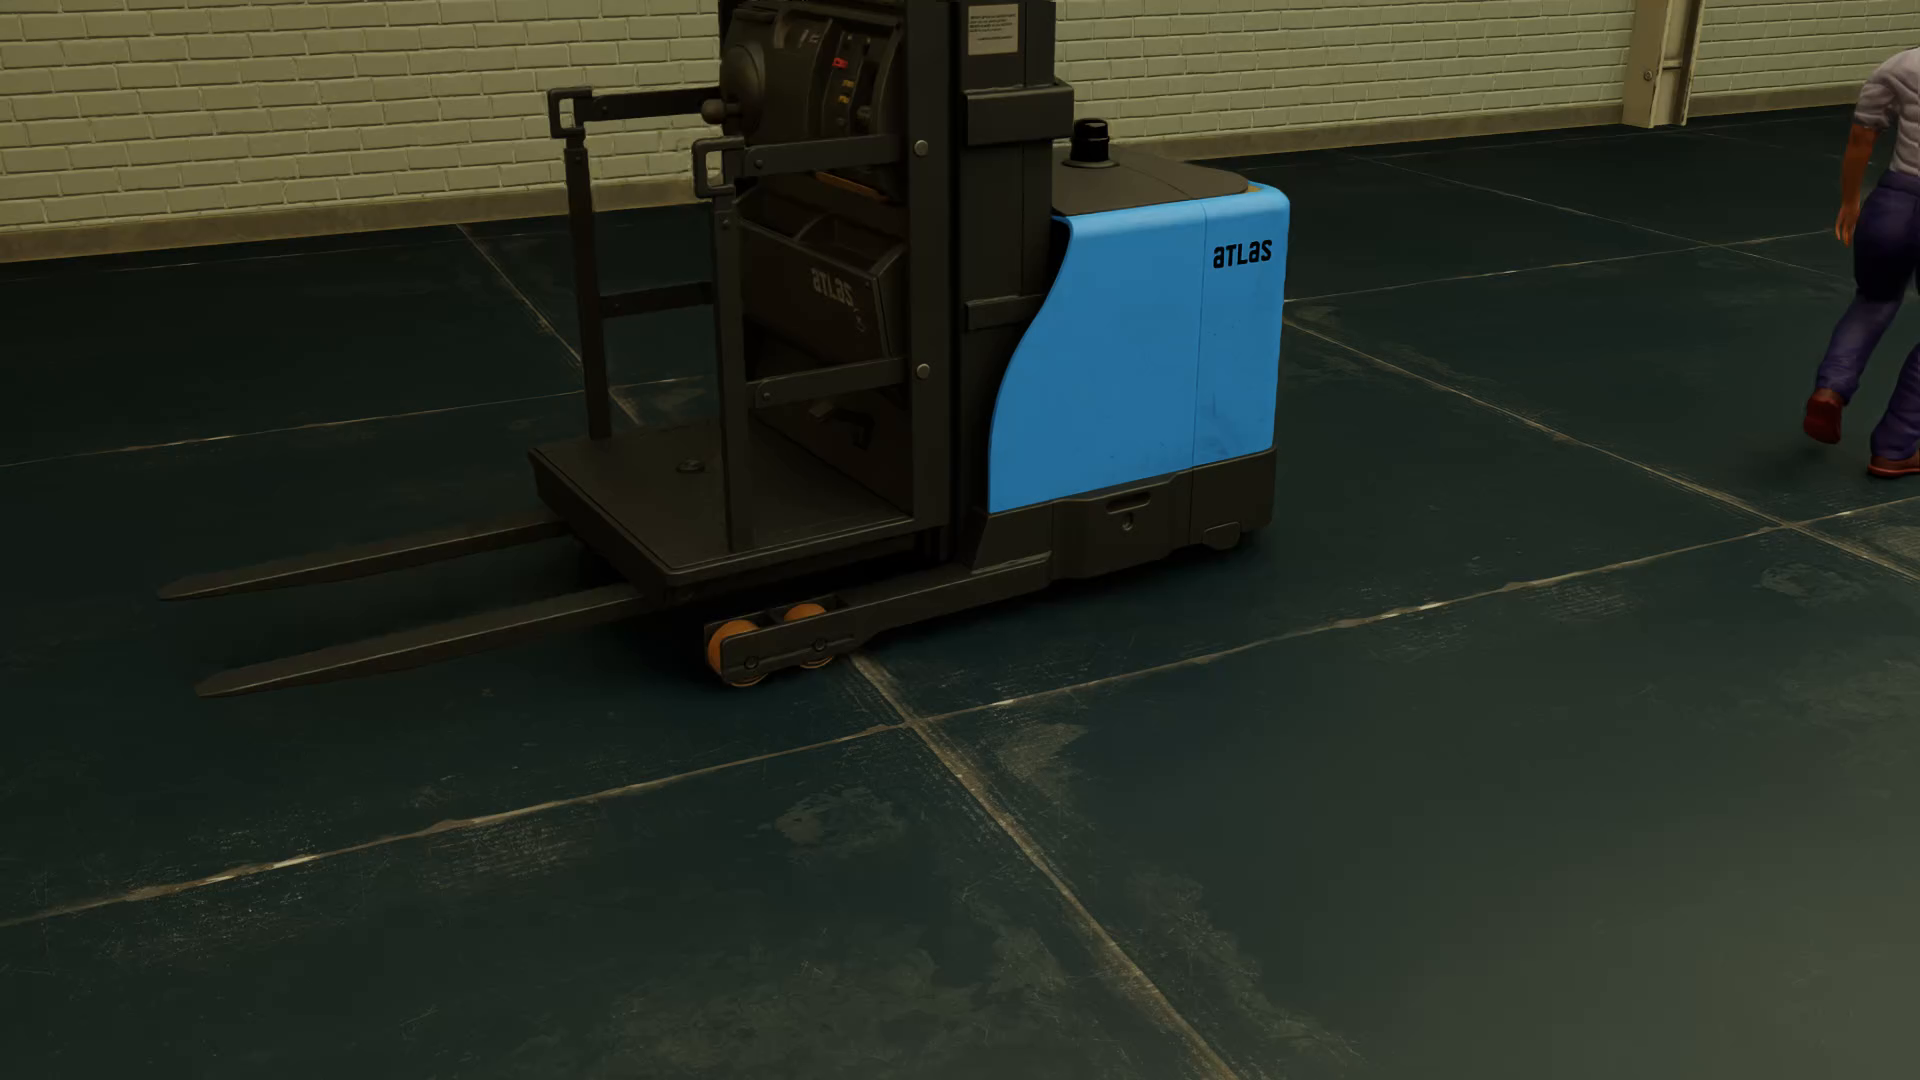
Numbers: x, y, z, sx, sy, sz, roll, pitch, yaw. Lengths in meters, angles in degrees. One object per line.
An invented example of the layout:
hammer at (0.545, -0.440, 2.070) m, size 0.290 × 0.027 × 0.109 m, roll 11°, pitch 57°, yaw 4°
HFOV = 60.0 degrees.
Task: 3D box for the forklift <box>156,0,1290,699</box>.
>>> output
forklift at (-0.574, -1.212, 4.205) m, size 3.031 × 2.935 × 1.130 m, roll -13°, pitch 26°, yaw -29°

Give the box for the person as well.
person at (3.193, -1.030, 5.469) m, size 0.457 × 1.631 × 0.613 m, roll -16°, pitch 28°, yaw -34°
